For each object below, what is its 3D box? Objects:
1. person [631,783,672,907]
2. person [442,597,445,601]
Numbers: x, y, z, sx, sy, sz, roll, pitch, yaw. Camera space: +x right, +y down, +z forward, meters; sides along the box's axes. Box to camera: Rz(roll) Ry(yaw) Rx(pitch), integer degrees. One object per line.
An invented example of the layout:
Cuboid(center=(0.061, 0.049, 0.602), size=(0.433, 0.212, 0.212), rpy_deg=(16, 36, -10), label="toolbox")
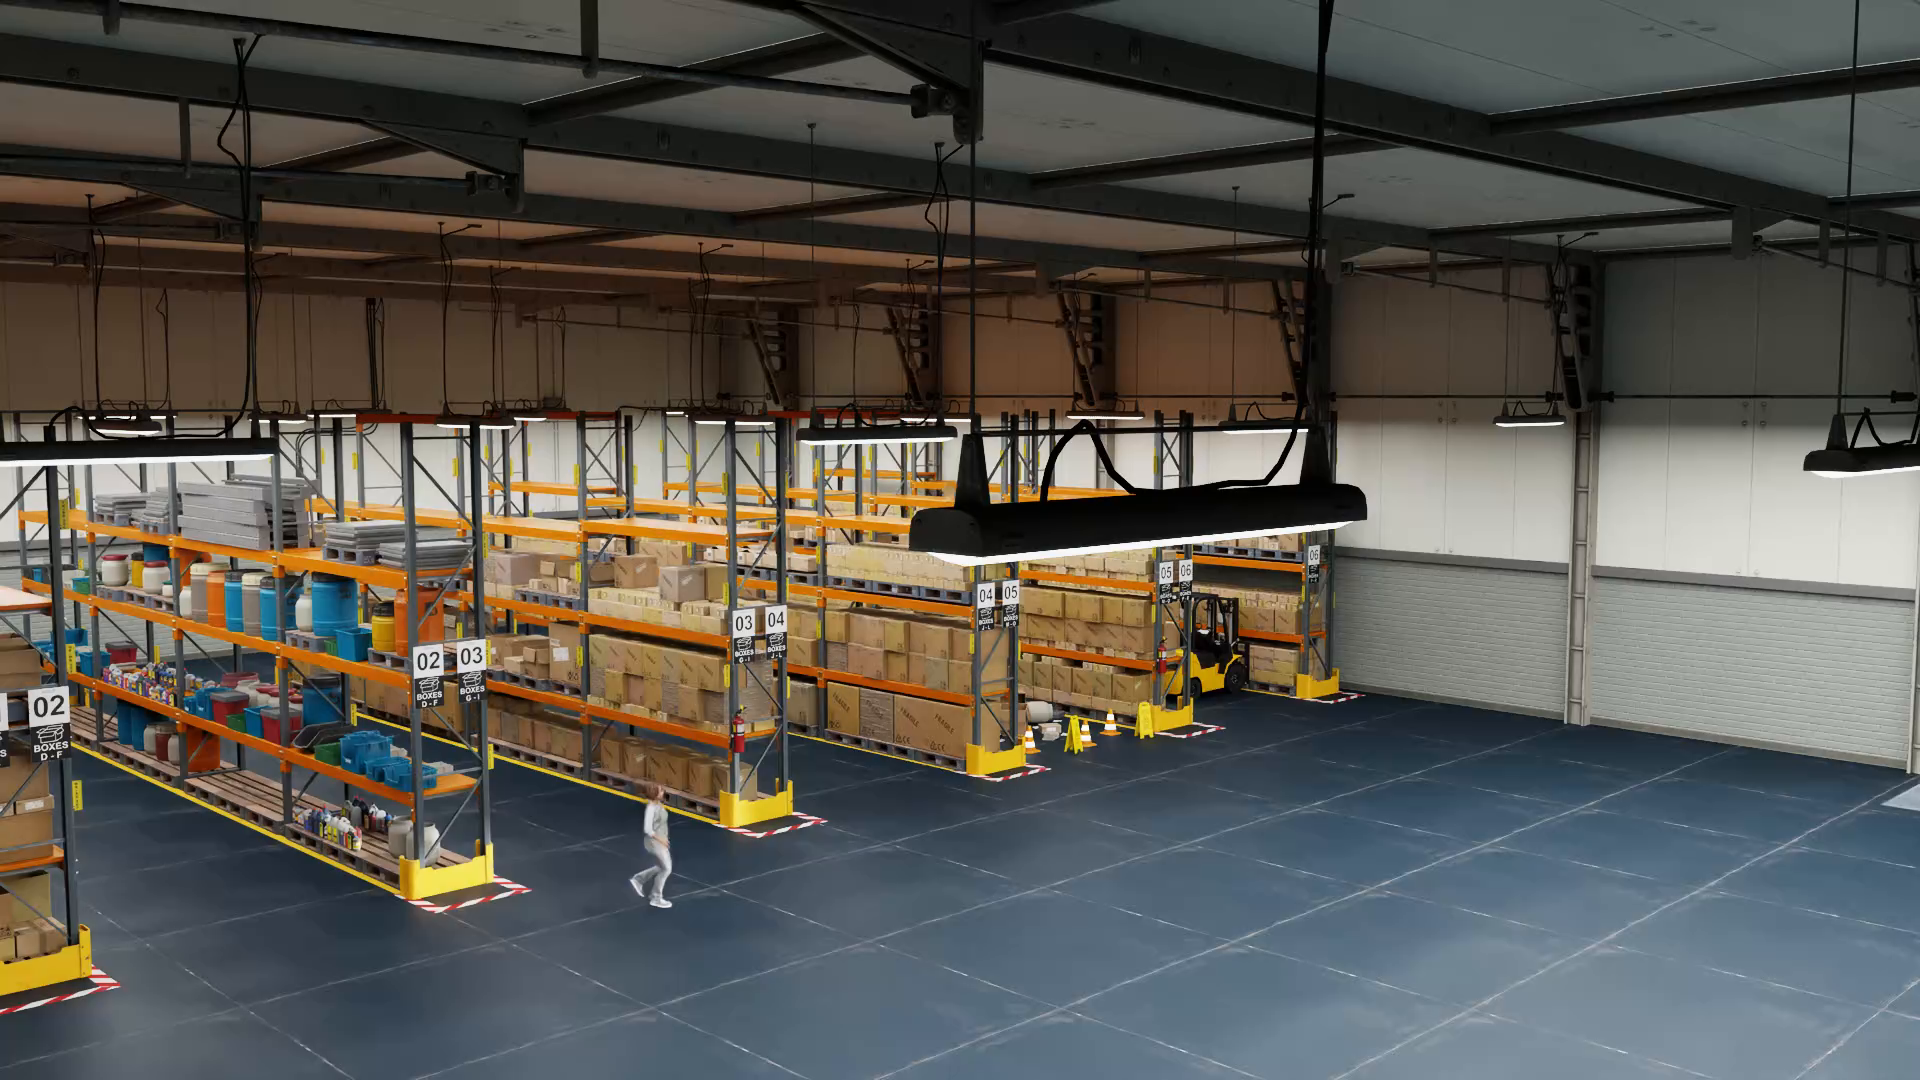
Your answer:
Cuboid(center=(-3.830, 3.775, 20.585), size=(0.506, 1.568, 0.537), rpy_deg=(-1, 5, -6), label="person")
Cuboid(center=(-12.233, 2.107, 39.098), size=(0.781, 1.761, 0.820), rpy_deg=(1, 5, 11), label="person")
